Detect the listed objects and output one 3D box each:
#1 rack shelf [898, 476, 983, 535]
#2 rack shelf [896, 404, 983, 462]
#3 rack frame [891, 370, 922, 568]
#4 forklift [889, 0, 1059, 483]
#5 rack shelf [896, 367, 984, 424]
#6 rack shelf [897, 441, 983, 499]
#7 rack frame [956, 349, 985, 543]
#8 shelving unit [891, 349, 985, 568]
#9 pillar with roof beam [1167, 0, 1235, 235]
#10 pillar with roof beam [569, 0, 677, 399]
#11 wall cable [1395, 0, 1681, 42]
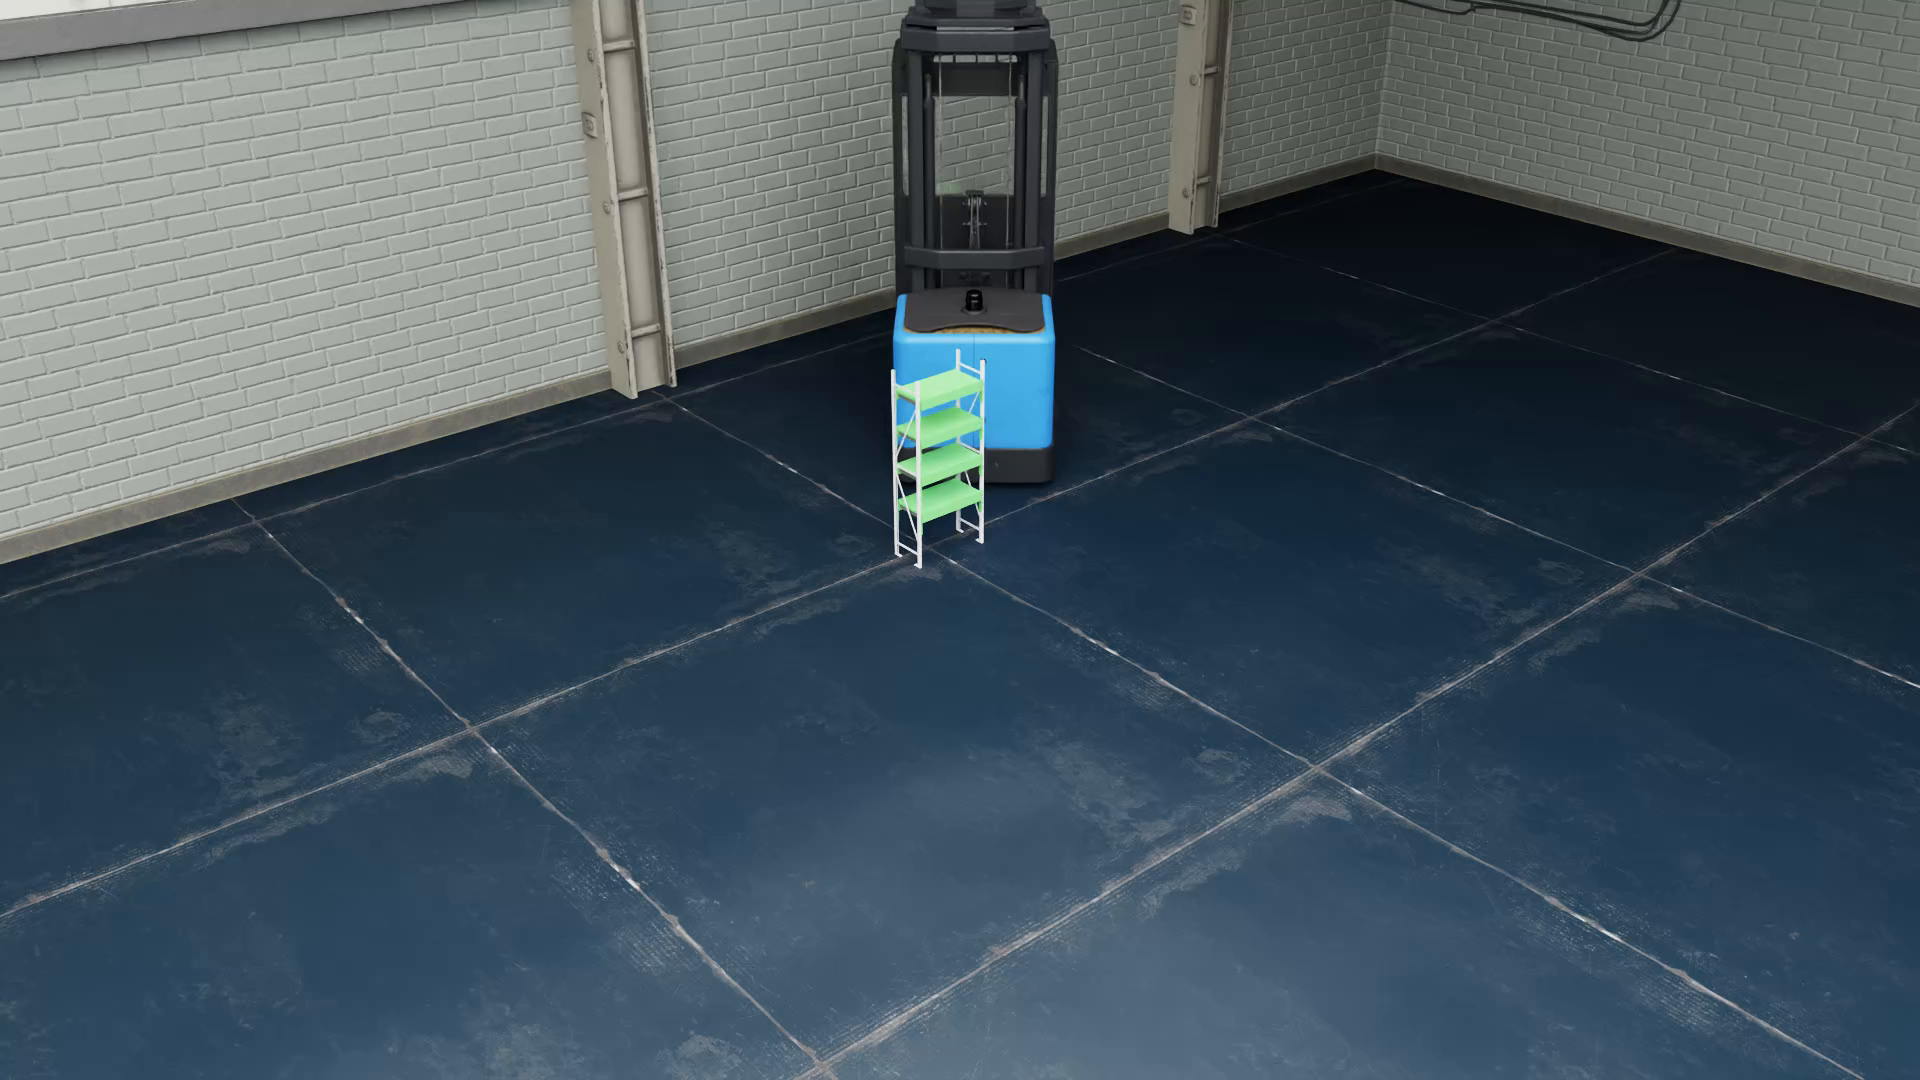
[{"bbox_3d":[-0.126,-0.211,10.016,0.480,0.148,0.258,-22,35,-35],"label":"rack shelf"},{"bbox_3d":[-0.126,-0.634,9.789,0.480,0.148,0.258,-22,35,-35],"label":"rack shelf"},{"bbox_3d":[-0.312,-0.404,9.733,0.015,1.200,0.240,-22,35,-35],"label":"rack frame"},{"bbox_3d":[0.100,-2.316,11.473,1.130,2.935,3.031,0,28,0],"label":"forklift"},{"bbox_3d":[-0.126,-0.846,9.676,0.480,0.148,0.258,-22,35,-35],"label":"rack shelf"},{"bbox_3d":[-0.126,-0.422,9.903,0.480,0.148,0.258,-22,35,-35],"label":"rack shelf"},{"bbox_3d":[0.060,-0.553,10.012,0.015,1.200,0.240,-22,35,-35],"label":"rack frame"},{"bbox_3d":[-0.126,-0.479,9.872,0.503,1.200,0.258,-22,35,-35],"label":"shelving unit"},{"bbox_3d":[5.003,-5.408,10.822,0.400,9.000,9.100,-22,35,-35],"label":"pillar with roof beam"},{"bbox_3d":[0.438,-3.573,7.388,0.400,9.000,9.100,-22,35,-35],"label":"pillar with roof beam"},{"bbox_3d":[5.308,-6.009,15.242,0.112,2.526,3.097,-22,35,-35],"label":"wall cable"}]
